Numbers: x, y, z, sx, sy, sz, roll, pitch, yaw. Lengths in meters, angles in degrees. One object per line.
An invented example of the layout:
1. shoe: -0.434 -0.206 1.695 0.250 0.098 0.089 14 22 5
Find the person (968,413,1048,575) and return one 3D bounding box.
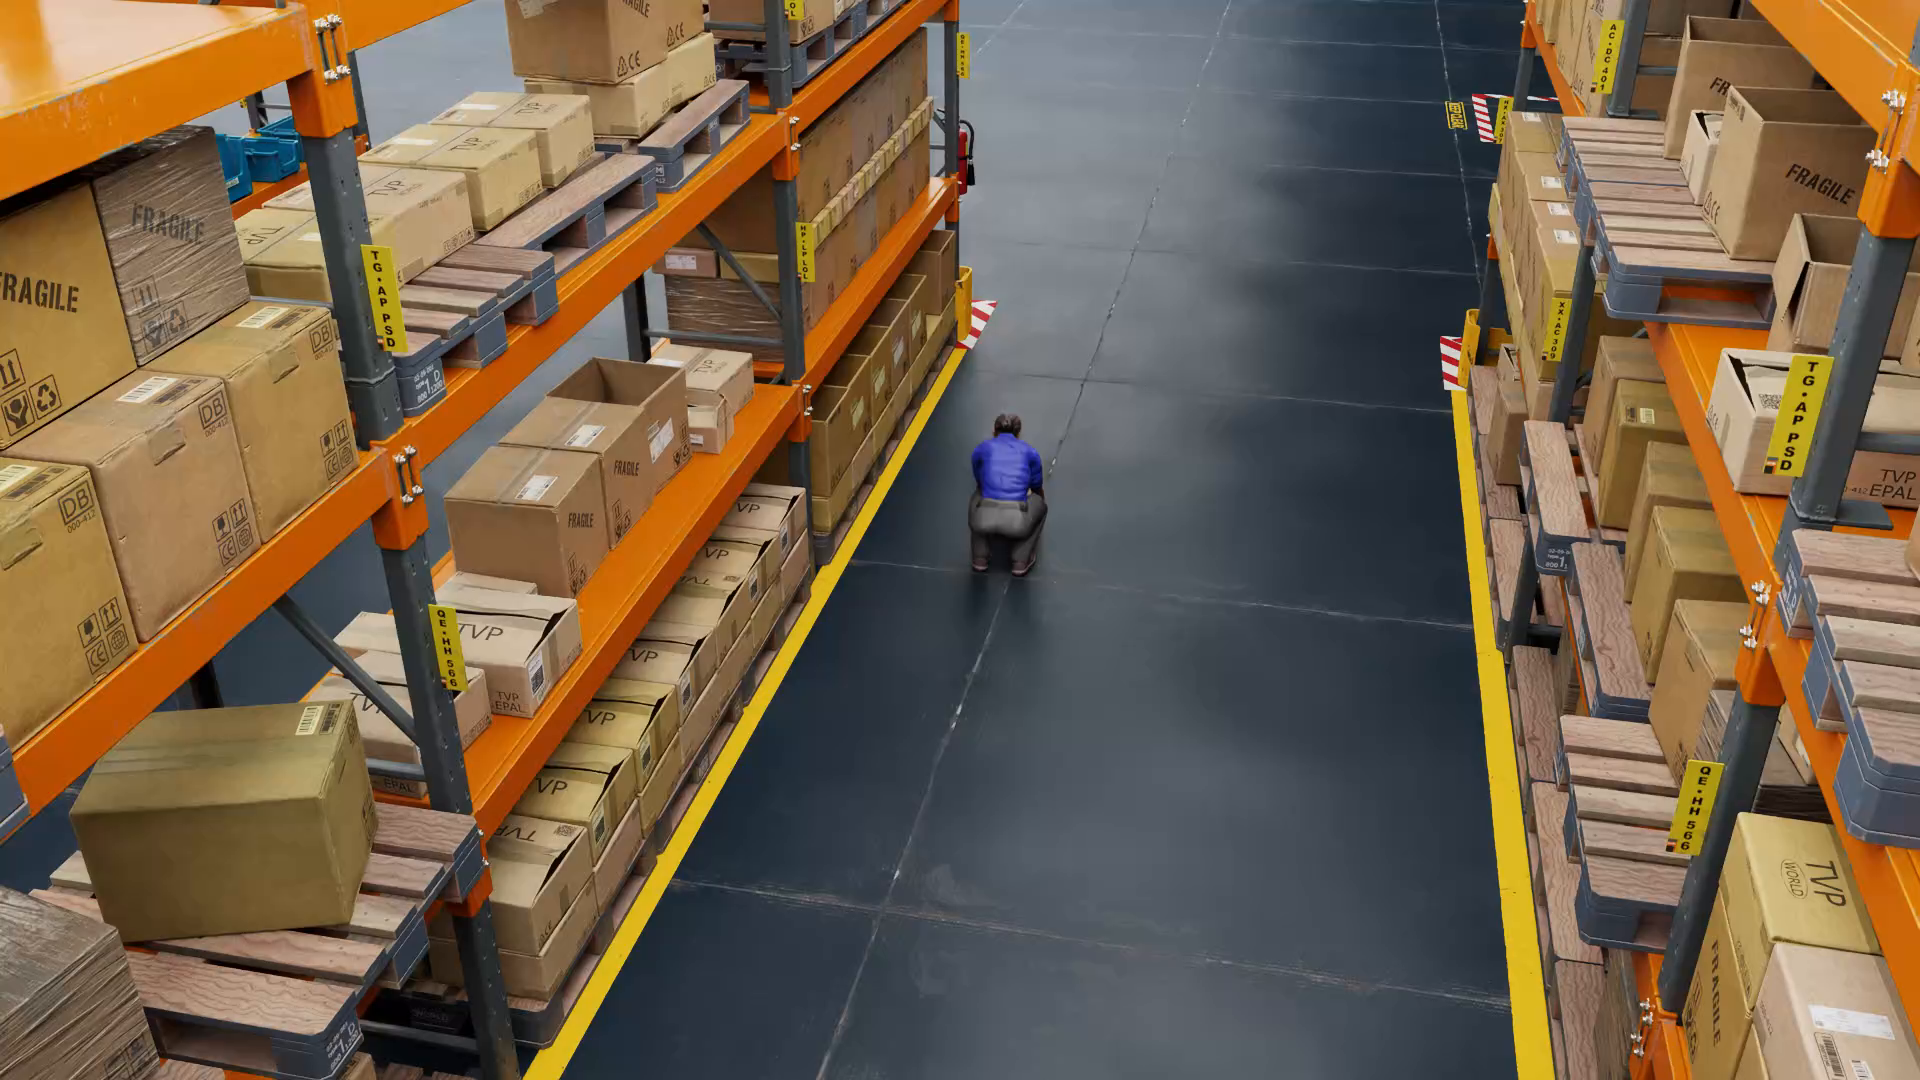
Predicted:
1. person: 0.281 -0.267 10.005 0.480 0.810 0.812 6 30 11
